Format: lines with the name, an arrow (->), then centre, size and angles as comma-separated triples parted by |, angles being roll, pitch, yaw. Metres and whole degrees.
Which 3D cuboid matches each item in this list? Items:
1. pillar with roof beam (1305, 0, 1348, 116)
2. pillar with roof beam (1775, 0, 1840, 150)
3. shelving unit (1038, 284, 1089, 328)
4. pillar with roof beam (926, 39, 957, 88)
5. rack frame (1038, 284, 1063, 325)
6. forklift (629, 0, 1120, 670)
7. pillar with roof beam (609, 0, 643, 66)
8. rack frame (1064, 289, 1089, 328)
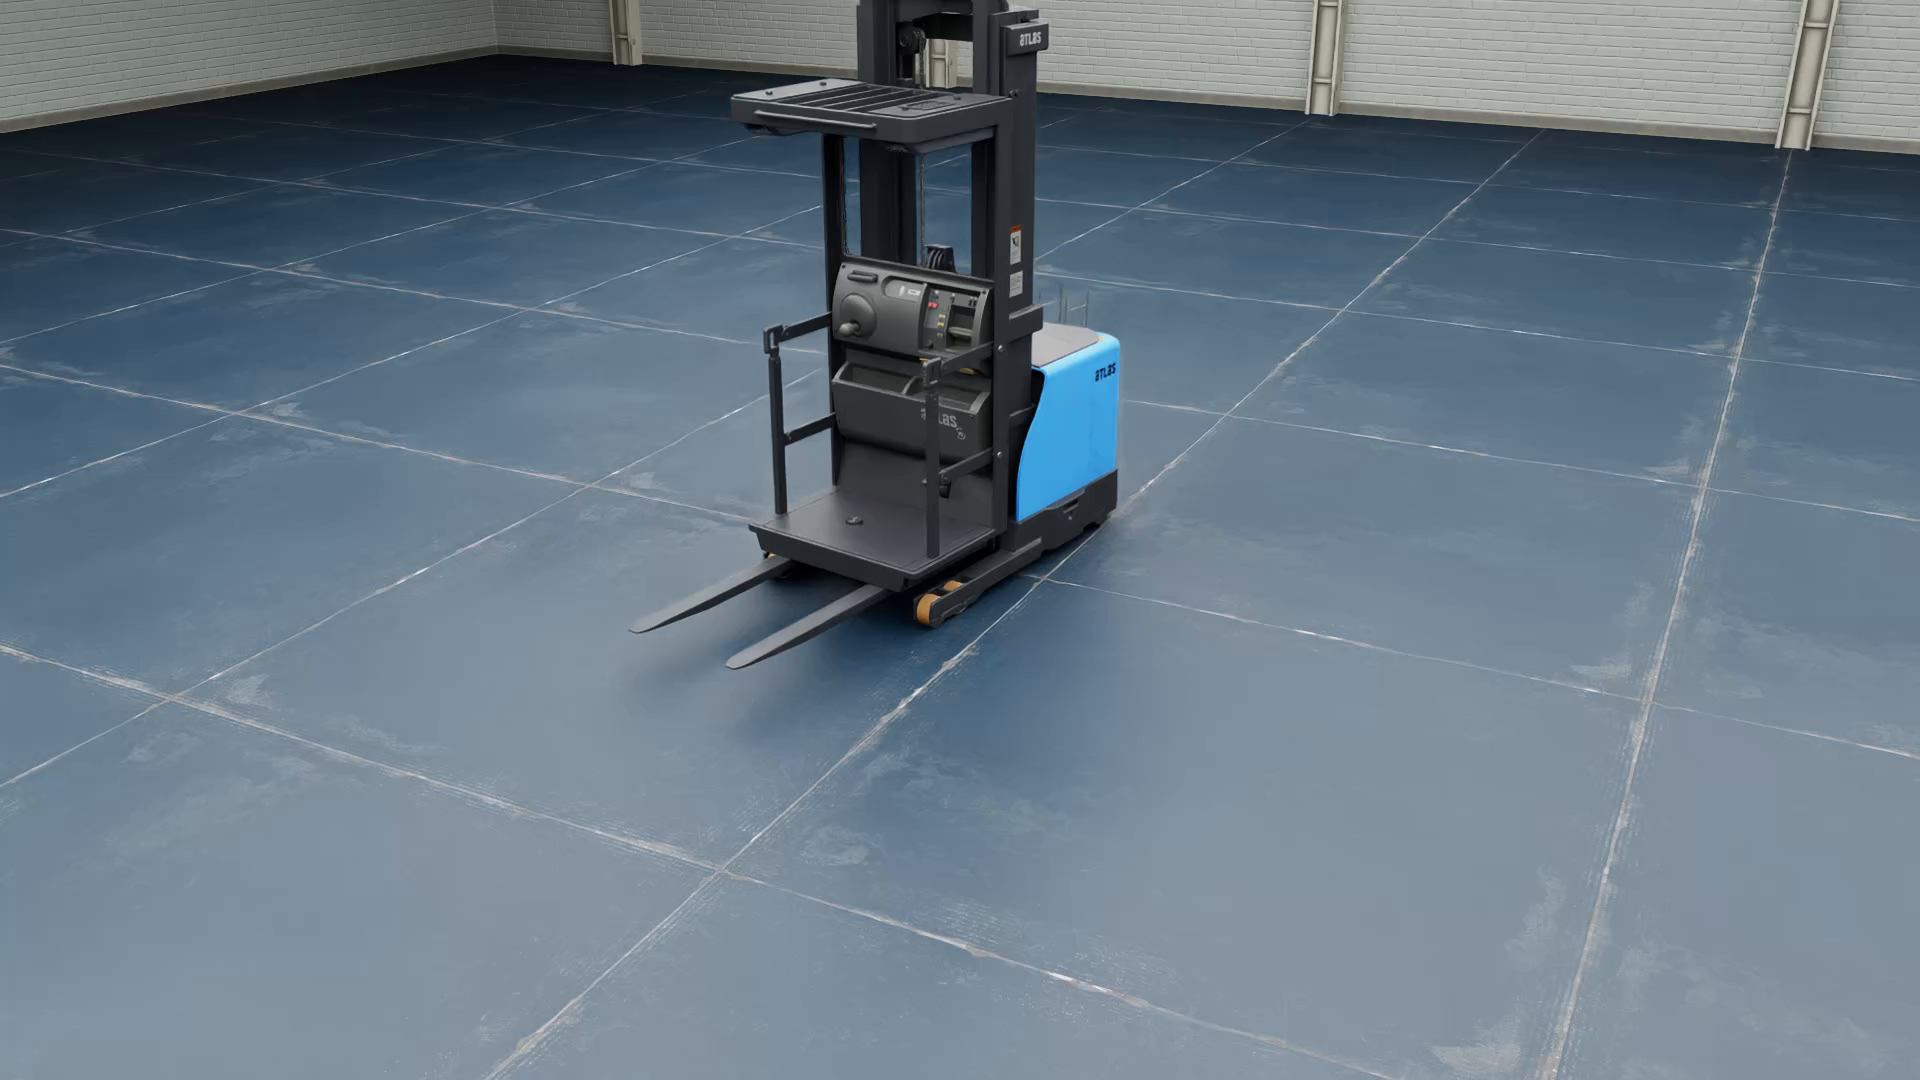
pillar with roof beam -> 3.127, -8.616, 18.010 | 0.400, 9.000, 9.100 | 11, 25, 25
pillar with roof beam -> 8.481, -7.556, 15.519 | 0.400, 9.000, 9.100 | 11, 25, 25
shelving unit -> 0.586, -0.877, 9.769 | 0.189, 1.200, 0.258 | 17, 27, 34
pillar with roof beam -> -2.228, -9.675, 20.502 | 0.400, 9.000, 9.100 | 11, 25, 25
rack frame -> 0.513, -0.899, 9.820 | 0.006, 1.200, 0.240 | 17, 27, 34
forklift -> -0.376, -1.130, 8.163 | 1.130, 2.935, 3.031 | 16, 28, 33
pillar with roof beam -> -7.582, -10.735, 22.993 | 0.400, 9.000, 9.100 | 11, 25, 25
rack frame -> 0.658, -0.855, 9.717 | 0.006, 1.200, 0.240 | 17, 27, 34
